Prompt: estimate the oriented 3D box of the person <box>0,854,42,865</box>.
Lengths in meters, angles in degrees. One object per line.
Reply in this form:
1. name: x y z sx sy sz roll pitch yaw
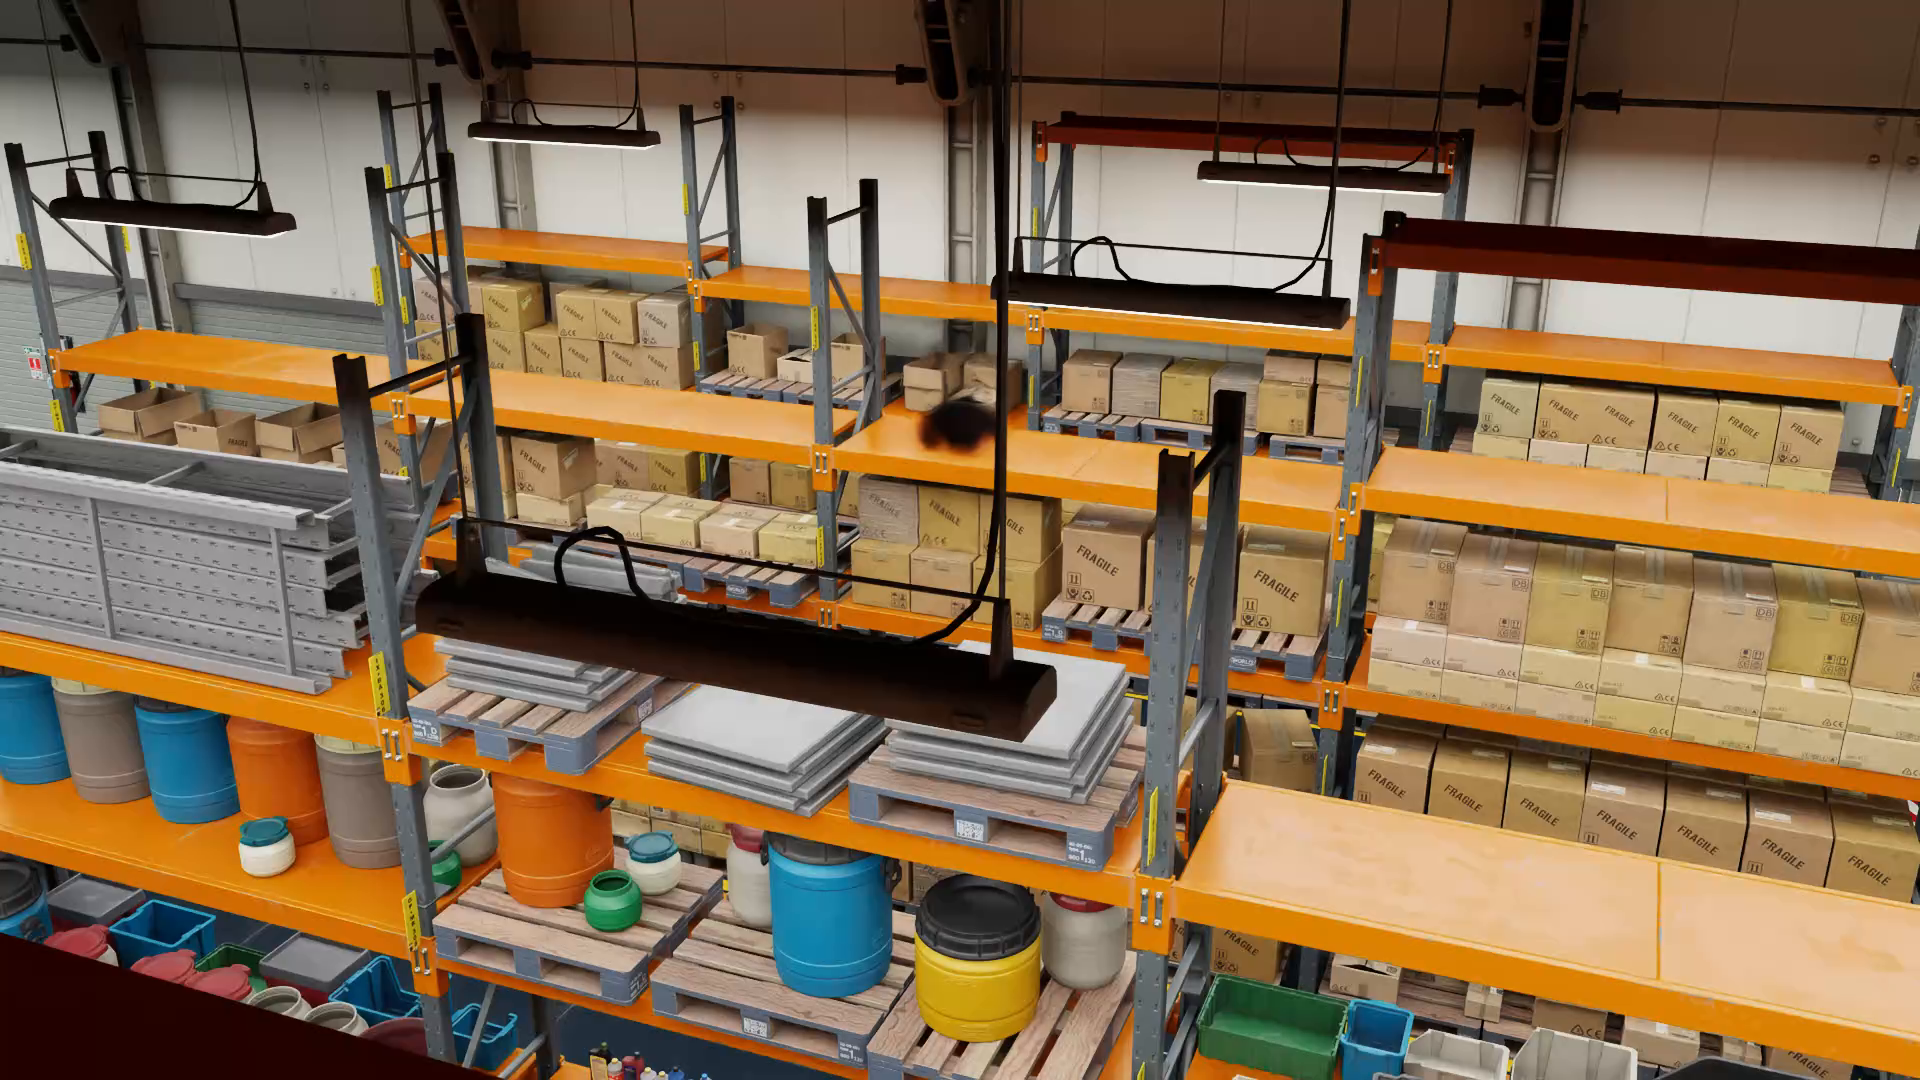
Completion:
1. person: -8.361 2.174 14.348 0.980 1.689 0.655 -7 22 -19
